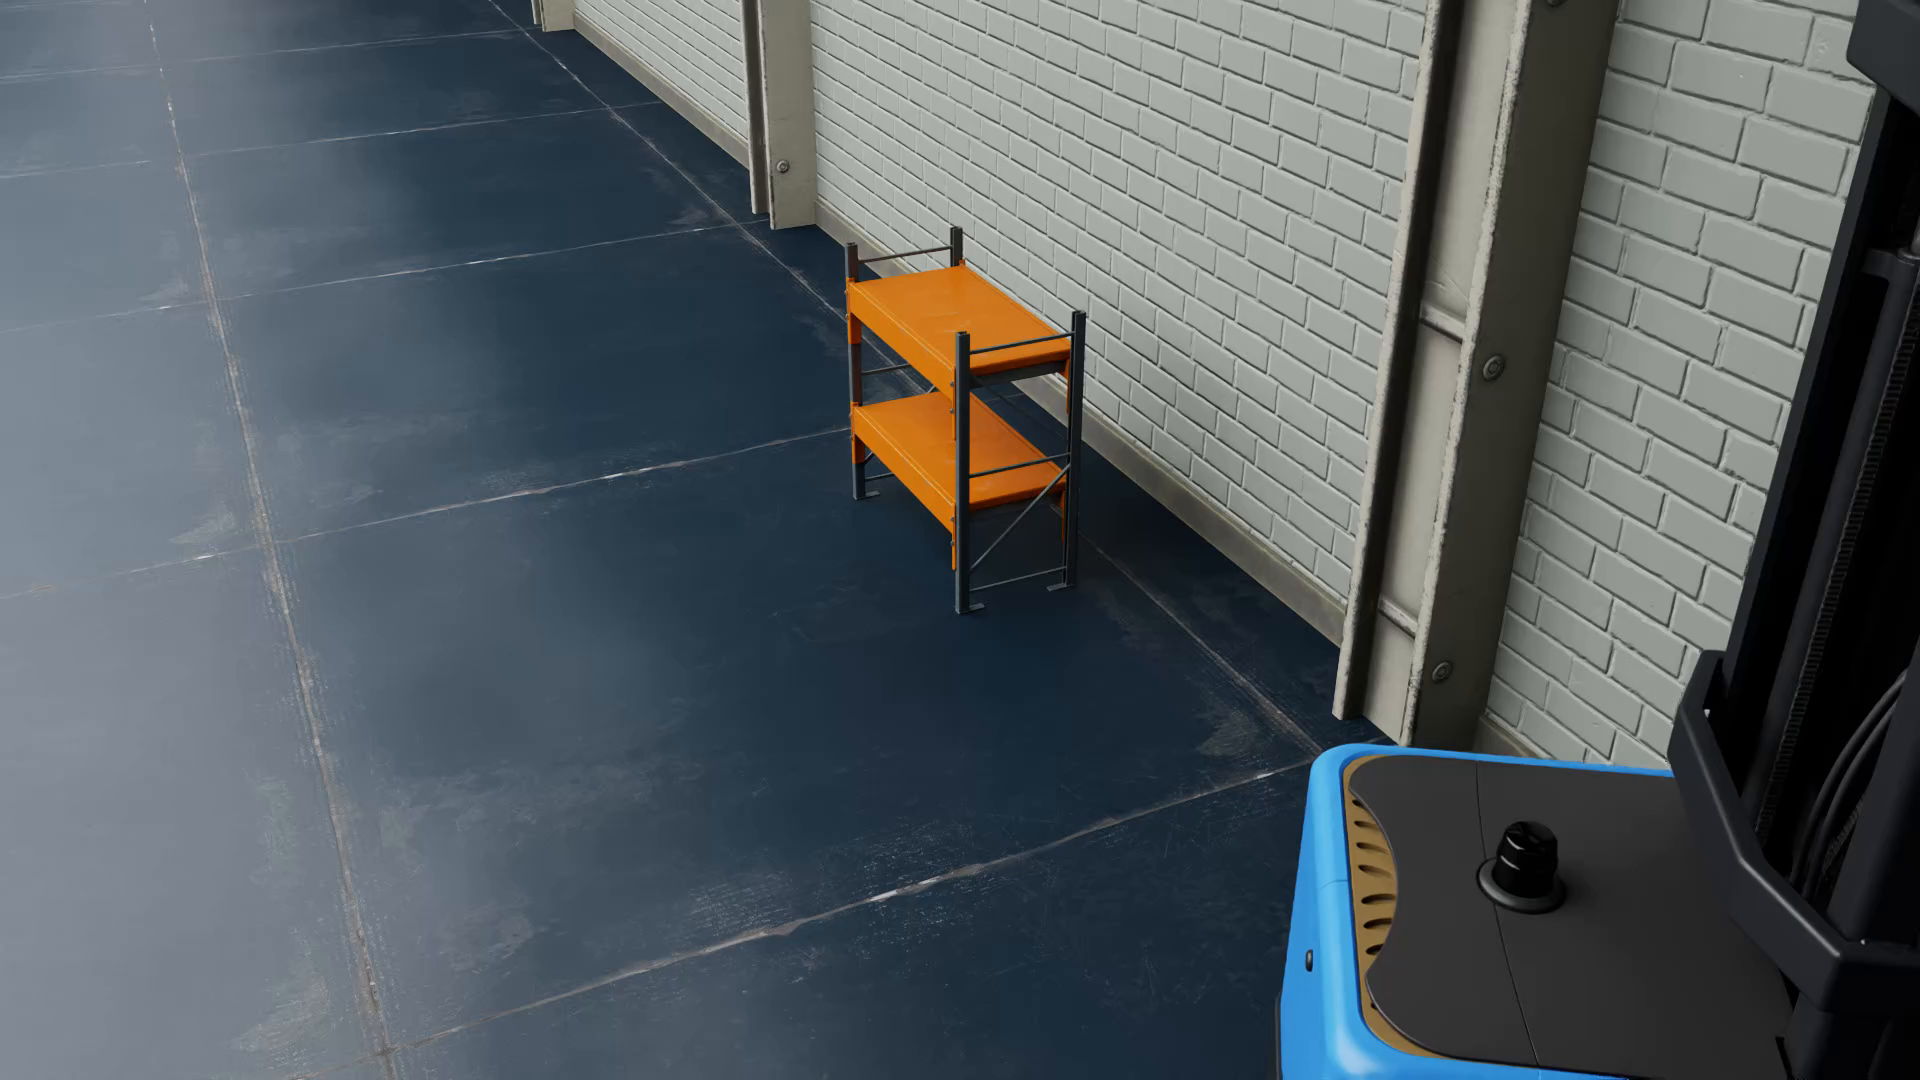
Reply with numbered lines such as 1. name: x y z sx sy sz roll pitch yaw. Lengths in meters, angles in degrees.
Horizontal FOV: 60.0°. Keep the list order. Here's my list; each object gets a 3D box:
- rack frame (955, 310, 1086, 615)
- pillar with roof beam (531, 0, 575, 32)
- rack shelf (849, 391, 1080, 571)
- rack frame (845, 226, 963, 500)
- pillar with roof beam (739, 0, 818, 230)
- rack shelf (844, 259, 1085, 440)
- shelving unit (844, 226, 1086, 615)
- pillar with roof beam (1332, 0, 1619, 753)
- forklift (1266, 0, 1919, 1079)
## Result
1. rack frame: 0.215 -0.269 6.080 0.500 1.125 0.032 -13 32 -22
2. pillar with roof beam: -7.545 -7.678 11.241 9.100 9.000 0.400 -13 32 -22
3. rack shelf: -0.003 -0.280 6.600 0.538 0.278 1.000 -13 32 -22
4. rack frame: -0.221 -0.718 6.881 0.500 1.125 0.032 -13 32 -22
5. pillar with roof beam: -4.969 -5.027 6.515 9.100 9.000 0.400 -13 32 -22
6. rack shelf: -0.003 -0.749 6.337 0.538 0.278 1.000 -13 32 -22
7. shelving unit: -0.003 -0.494 6.480 0.538 1.125 1.048 -13 32 -22
8. pillar with roof beam: -2.393 -2.377 1.788 9.100 9.000 0.400 -13 32 -22
9. forklift: 2.210 0.446 2.957 3.031 2.935 1.130 4 30 7
